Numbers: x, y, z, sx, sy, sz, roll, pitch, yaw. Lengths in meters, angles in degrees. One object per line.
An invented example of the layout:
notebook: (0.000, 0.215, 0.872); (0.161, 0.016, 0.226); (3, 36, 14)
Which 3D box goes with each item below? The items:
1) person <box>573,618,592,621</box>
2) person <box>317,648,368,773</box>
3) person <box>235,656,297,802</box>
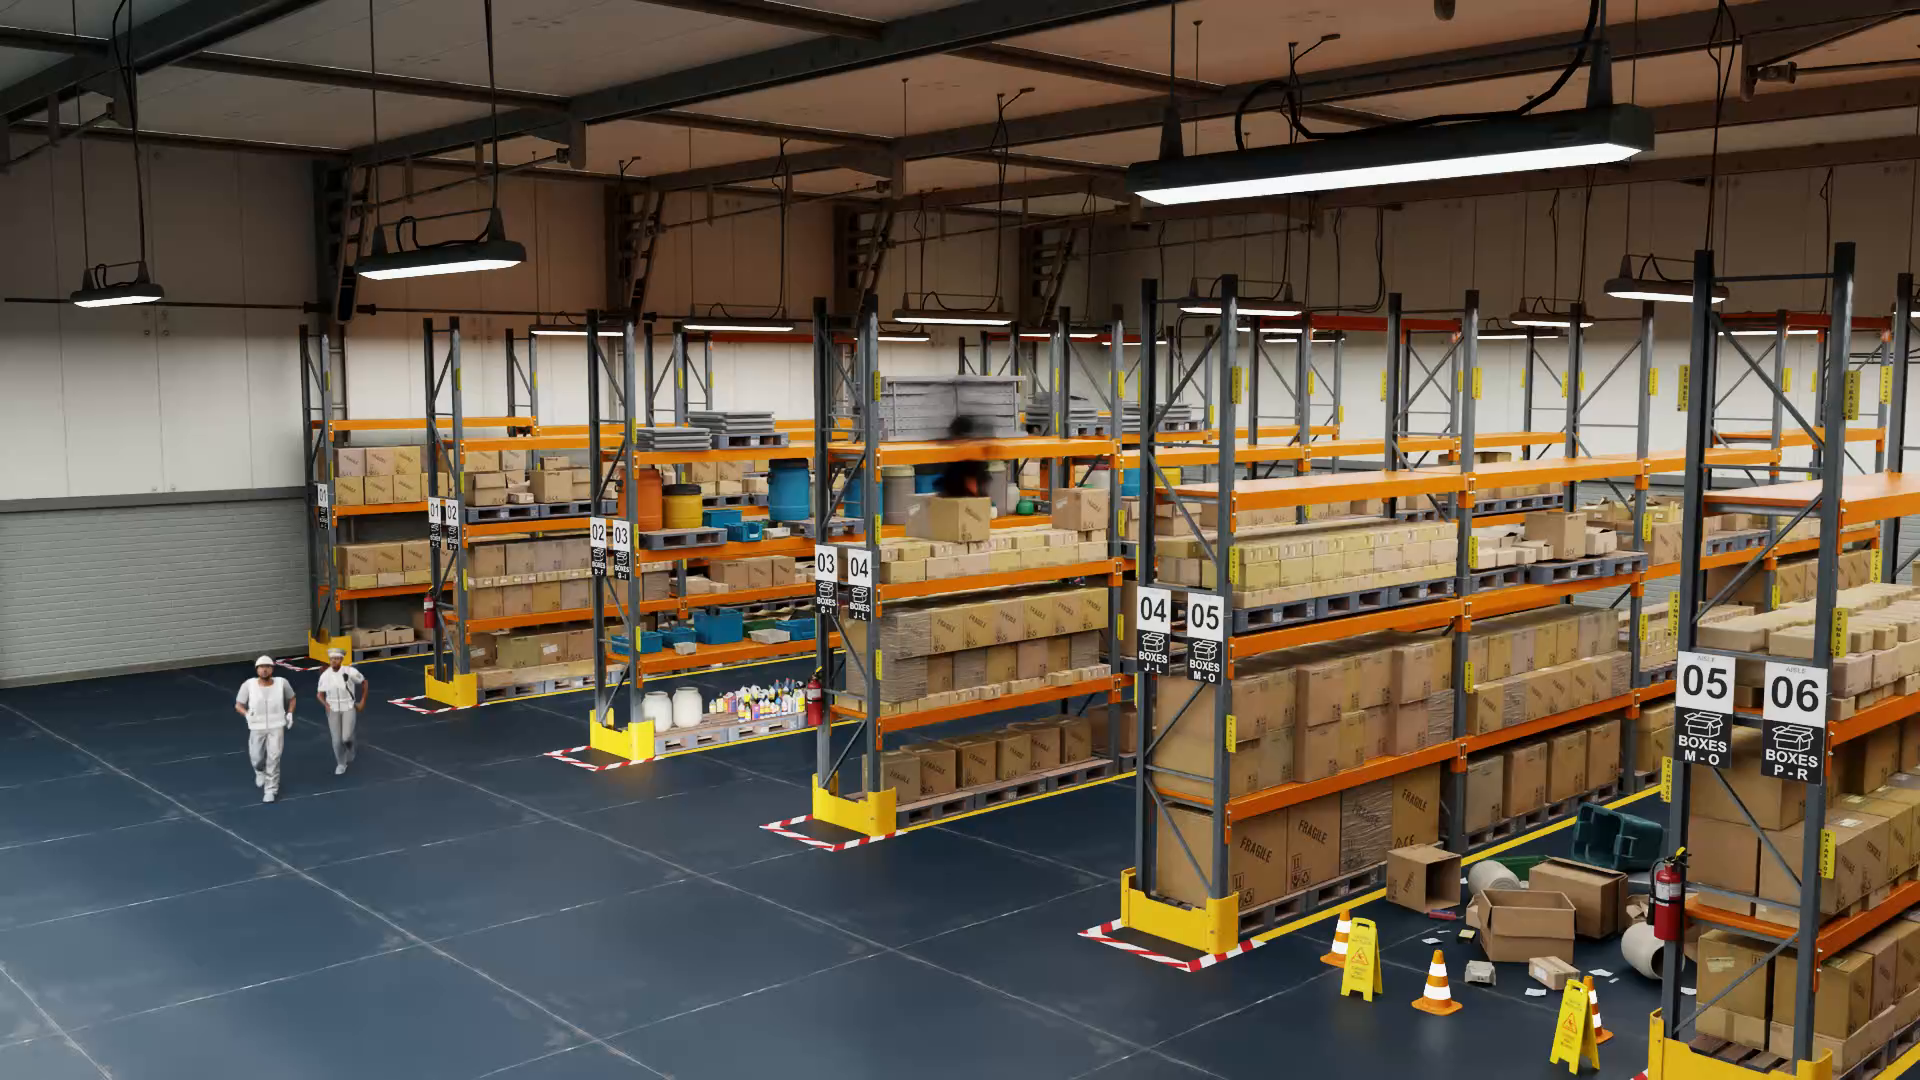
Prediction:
person: (-6.696, 1.366, 29.481); (0.611, 1.649, 0.569); (5, 8, 41)
person: (-7.941, 2.193, 21.358); (0.597, 1.659, 0.616); (-1, 6, -10)
person: (-8.394, 2.263, 20.148); (0.687, 1.743, 0.704); (-2, 6, -23)
